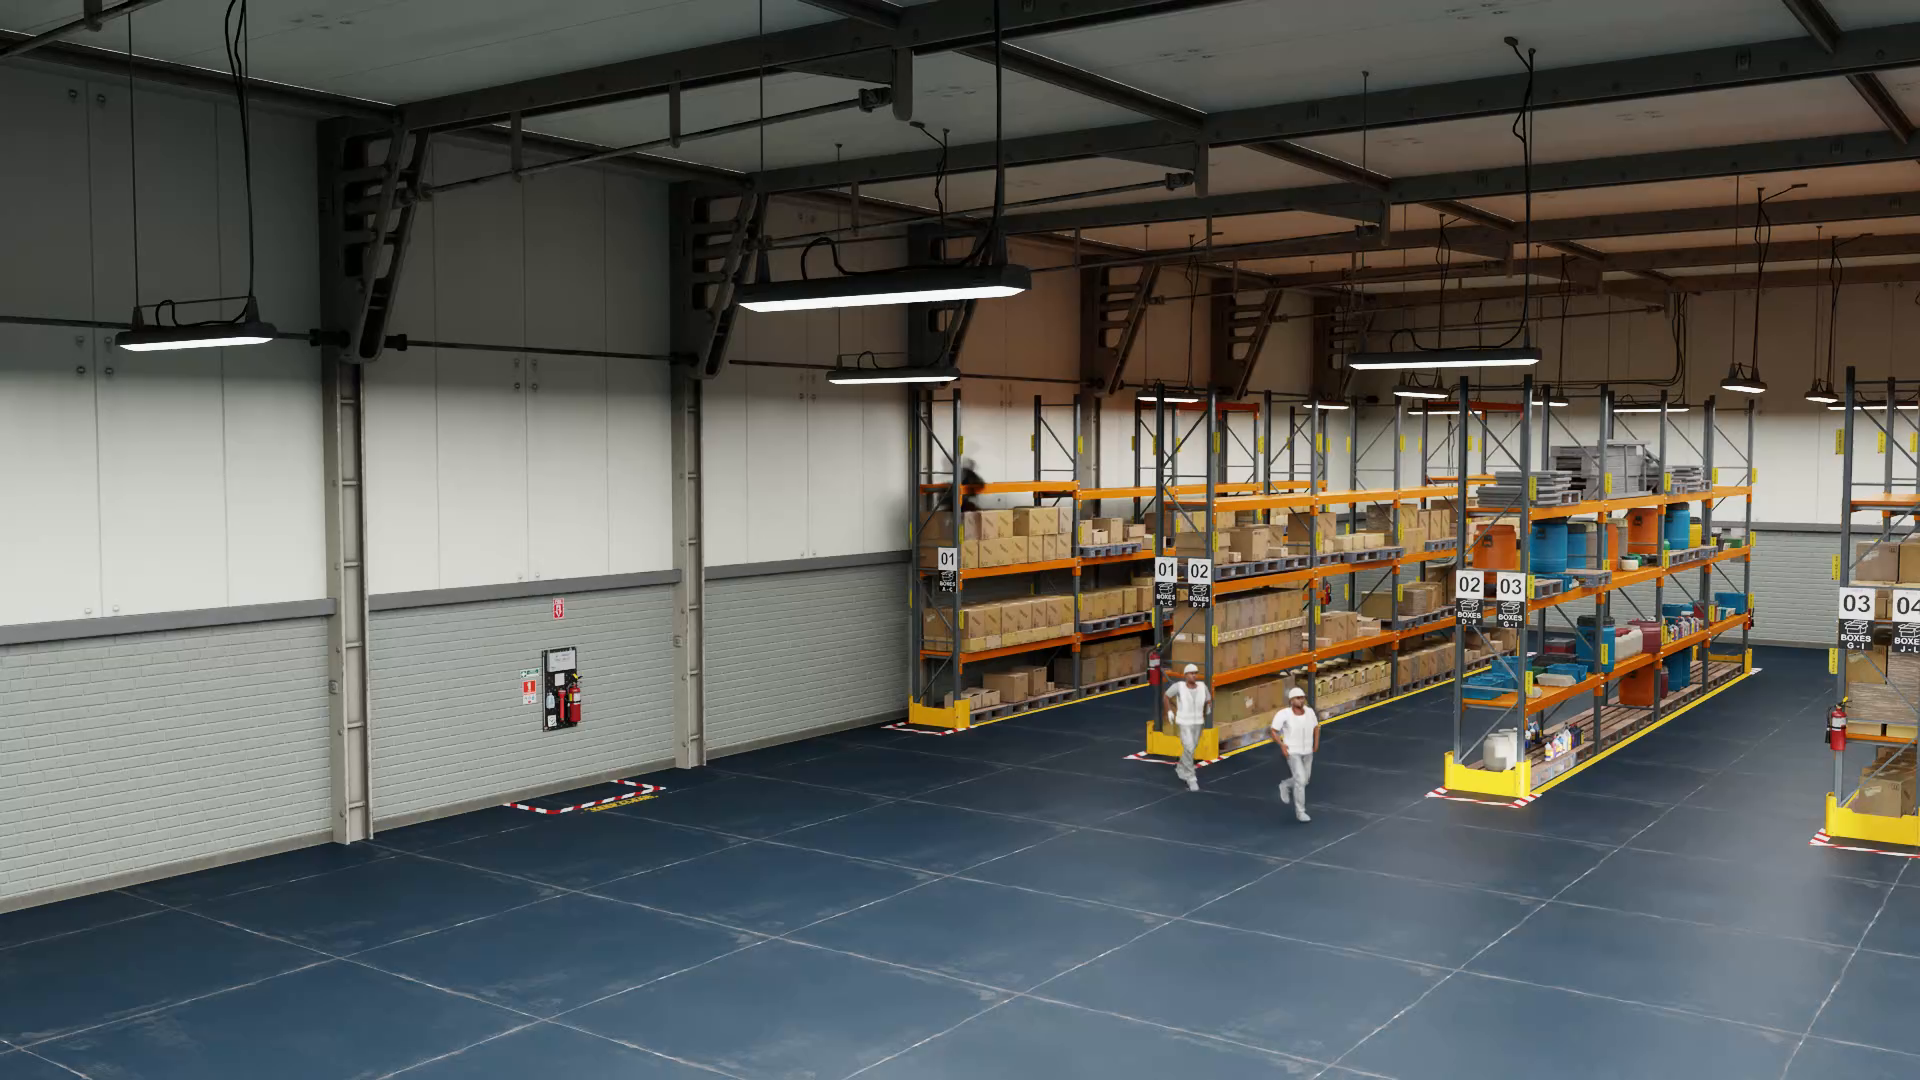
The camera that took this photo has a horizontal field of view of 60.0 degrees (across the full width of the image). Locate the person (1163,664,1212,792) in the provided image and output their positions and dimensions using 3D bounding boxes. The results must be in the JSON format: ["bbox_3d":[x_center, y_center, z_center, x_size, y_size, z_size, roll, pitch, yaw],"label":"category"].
[{"bbox_3d":[3.374,2.716,24.384,0.668,1.820,0.863,-1,3,-21],"label":"person"}]

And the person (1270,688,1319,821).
[{"bbox_3d":[4.511,2.843,22.340,0.692,1.756,0.806,-1,3,-19],"label":"person"}]
